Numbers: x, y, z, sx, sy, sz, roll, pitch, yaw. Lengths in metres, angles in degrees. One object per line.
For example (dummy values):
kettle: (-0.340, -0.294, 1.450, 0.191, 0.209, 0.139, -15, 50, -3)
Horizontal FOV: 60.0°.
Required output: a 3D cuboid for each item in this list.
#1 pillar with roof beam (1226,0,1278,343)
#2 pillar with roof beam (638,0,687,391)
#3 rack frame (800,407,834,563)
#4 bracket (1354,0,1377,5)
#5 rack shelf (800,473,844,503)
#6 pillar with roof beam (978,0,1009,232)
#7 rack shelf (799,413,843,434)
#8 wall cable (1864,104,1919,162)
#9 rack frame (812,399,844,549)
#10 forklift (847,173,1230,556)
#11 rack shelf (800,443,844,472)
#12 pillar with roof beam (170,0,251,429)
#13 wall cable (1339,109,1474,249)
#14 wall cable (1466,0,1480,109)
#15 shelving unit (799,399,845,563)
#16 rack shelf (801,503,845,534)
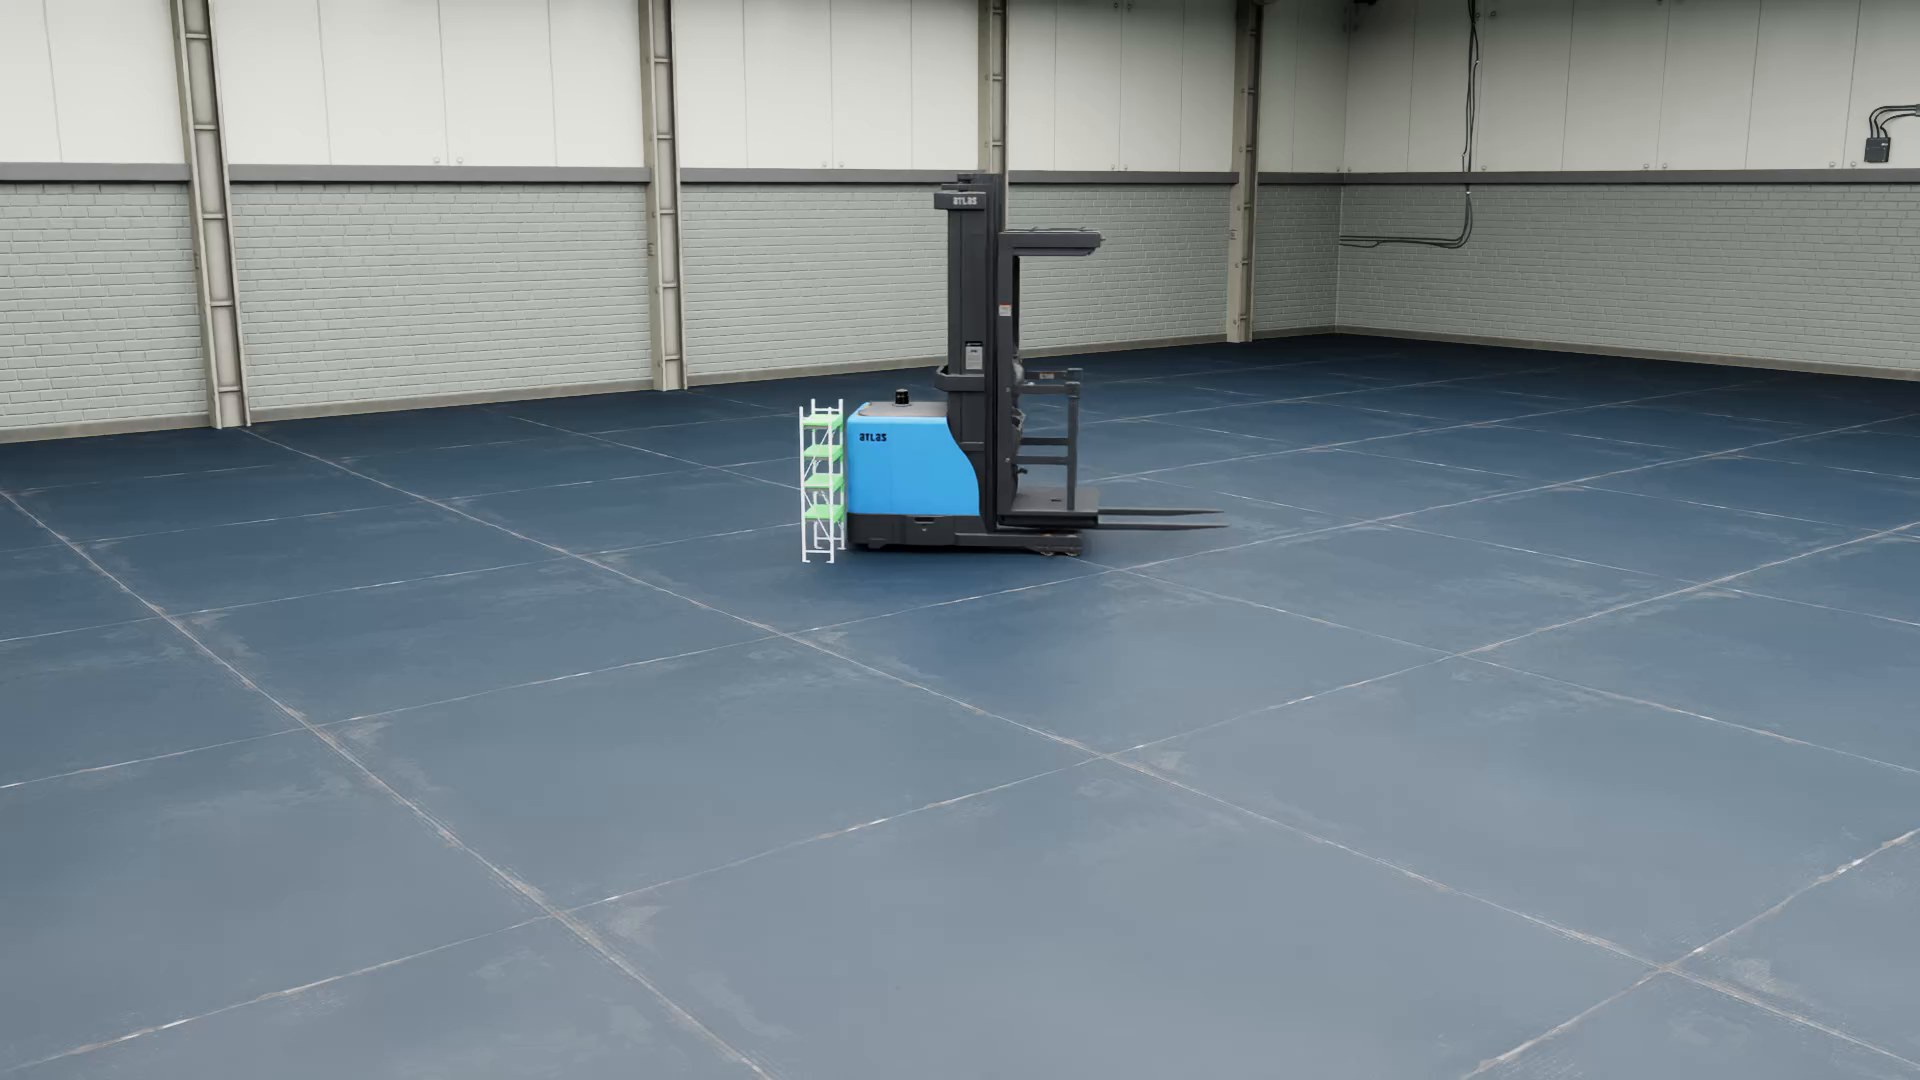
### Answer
pillar with roof beam: (7.908, -7.422, 26.919, 0.548, 9.000, 9.100, -9, 15, -38)
pillar with roof beam: (-1.462, -5.865, 19.586, 0.400, 9.000, 9.100, -9, 15, -38)
rack frame: (-1.094, -0.417, 12.704, 0.240, 1.200, 0.015, 1, 12, 5)
bracket: (7.616, -10.185, 31.264, 0.430, 0.232, 0.235, -9, 15, -38)
rack shelf: (-1.070, -0.405, 12.955, 0.258, 0.148, 0.480, 1, 12, 5)
pillar with roof beam: (3.223, -6.644, 23.253, 0.400, 9.000, 9.100, -9, 15, -38)
rack shelf: (-1.070, -0.875, 12.855, 0.258, 0.148, 0.480, 1, 12, 5)
wall cable: (14.264, -8.410, 23.383, 0.169, 6.003, 2.305, -9, 15, -38)
rack frame: (-1.046, -0.518, 13.179, 0.240, 1.200, 0.015, 1, 12, 5)
forklift: (0.644, -1.421, 13.265, 3.031, 2.935, 1.130, 1, 12, 5)
rack shelf: (-1.070, -0.640, 12.905, 0.258, 0.148, 0.480, 1, 12, 5)
pillar with roof beam: (-6.147, -5.087, 15.920, 0.400, 9.000, 9.100, -9, 15, -38)
wall cable: (8.346, -6.770, 31.320, 0.112, 2.526, 3.097, -9, 15, -38)
wall cable: (10.036, -8.801, 28.729, 0.112, 2.526, 3.097, -9, 15, -38)
shelving unit: (-1.070, -0.467, 12.942, 0.258, 1.200, 0.503, 1, 12, 5)
rack shelf: (-1.070, -0.170, 13.005, 0.258, 0.148, 0.480, 1, 12, 5)
